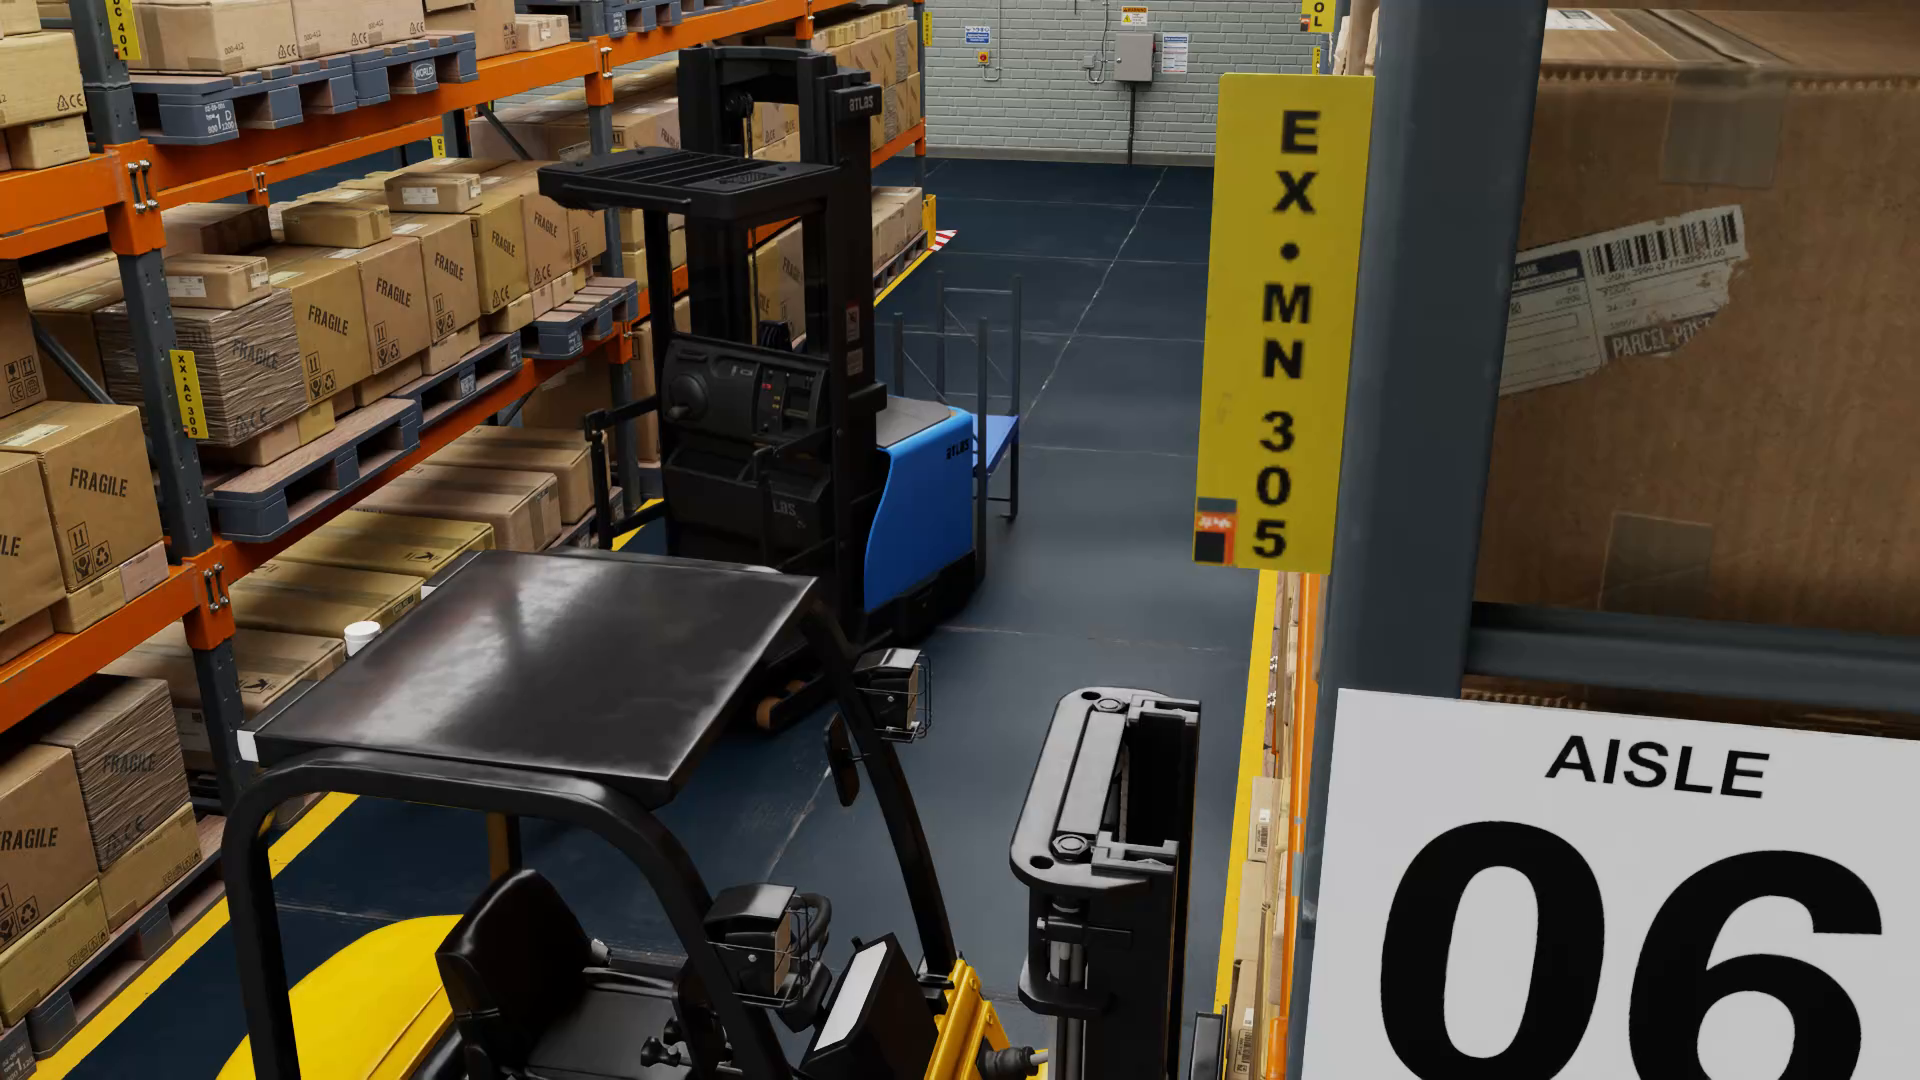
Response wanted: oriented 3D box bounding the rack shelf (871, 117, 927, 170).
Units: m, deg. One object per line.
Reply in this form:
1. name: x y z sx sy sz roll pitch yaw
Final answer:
1. rack shelf: -1.267 -3.483 15.450 1.077 0.370 4.000 4 22 11

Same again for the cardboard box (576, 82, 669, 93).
1. cardboard box: -2.327 -2.896 11.556 0.500 0.500 0.500 4 22 10

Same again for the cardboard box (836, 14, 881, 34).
1. cardboard box: -0.942 -4.742 15.272 0.380 0.149 0.250 5 22 12

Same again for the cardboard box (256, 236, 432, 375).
1. cardboard box: -2.715 -1.051 7.355 0.500 0.500 0.500 4 22 11

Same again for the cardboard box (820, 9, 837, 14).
1. cardboard box: -1.387 -4.965 15.827 0.380 0.149 0.250 4 22 9

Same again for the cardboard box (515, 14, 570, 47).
1. cardboard box: -2.350 -2.766 9.028 0.380 0.149 0.250 4 22 11

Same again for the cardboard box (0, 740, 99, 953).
1. cardboard box: -3.267 0.996 5.480 0.500 0.500 0.500 5 22 12

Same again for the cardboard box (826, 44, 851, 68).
1. cardboard box: -1.231 -3.936 14.138 0.500 0.500 0.500 4 22 10

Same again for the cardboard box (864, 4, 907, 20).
1. cardboard box: -0.736 -5.213 16.441 0.380 0.149 0.250 5 22 12

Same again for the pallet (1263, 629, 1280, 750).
1. pallet: 1.912 0.791 7.607 1.003 0.211 1.213 4 22 11

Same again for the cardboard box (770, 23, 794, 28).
1. cardboard box: -1.653 -4.400 14.424 0.380 0.149 0.250 4 22 11

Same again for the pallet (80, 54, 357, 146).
1. pallet: -3.077 -1.682 6.250 1.213 0.211 1.003 4 22 11

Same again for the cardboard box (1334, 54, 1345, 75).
1. cardboard box: 0.953 -0.833 3.376 0.396 0.266 0.258 4 22 10

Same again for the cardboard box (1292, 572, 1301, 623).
1. cardboard box: 1.036 0.109 4.168 0.380 0.149 0.250 5 22 12

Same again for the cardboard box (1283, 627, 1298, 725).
1. cardboard box: 0.975 0.339 3.994 0.380 0.149 0.250 4 22 10

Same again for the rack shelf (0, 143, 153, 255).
1. rack shelf: -3.715 -0.486 3.993 1.077 0.370 4.000 4 22 11

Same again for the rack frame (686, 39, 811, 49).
1. rack frame: -1.675 -3.085 13.499 1.000 3.000 0.127 4 22 11

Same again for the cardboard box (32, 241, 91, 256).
1. cardboard box: -7.165 -2.178 13.026 0.500 0.250 0.500 5 23 13

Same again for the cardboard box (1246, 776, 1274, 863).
1. cardboard box: 1.147 0.987 5.167 0.500 0.250 0.500 4 22 10

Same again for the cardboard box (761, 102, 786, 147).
1. cardboard box: -1.618 -3.223 12.369 0.500 0.500 0.500 5 22 12

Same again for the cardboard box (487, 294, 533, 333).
1. cardboard box: -2.421 -1.171 8.519 0.380 0.149 0.250 5 22 12

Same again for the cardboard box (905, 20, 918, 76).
1. cardboard box: -0.724 -4.864 16.443 0.500 0.500 0.500 5 23 13

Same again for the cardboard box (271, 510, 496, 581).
1. cardboard box: -2.919 0.155 8.409 0.950 0.372 0.625 5 23 13

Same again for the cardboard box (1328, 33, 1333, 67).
1. cardboard box: 1.462 -1.657 5.361 0.500 0.311 0.500 4 22 9

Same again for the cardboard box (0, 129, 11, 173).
1. cardboard box: -3.211 -1.210 5.164 0.380 0.149 0.250 5 22 12

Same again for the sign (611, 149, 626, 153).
1. sign: -1.958 -2.085 9.571 0.100 0.325 0.005 4 22 11

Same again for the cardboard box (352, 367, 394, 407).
1. cardboard box: -2.749 -0.707 7.368 0.380 0.149 0.250 5 22 12

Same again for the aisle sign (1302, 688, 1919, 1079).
1. aisle sign: 0.436 0.476 1.177 0.394 0.787 0.004 4 22 11

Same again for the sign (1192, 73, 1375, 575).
1. sign: 0.208 -0.132 1.071 0.100 0.325 0.005 4 22 11

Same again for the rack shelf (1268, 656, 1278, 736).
1. rack shelf: 1.961 -0.180 7.249 1.077 0.370 4.000 4 22 11

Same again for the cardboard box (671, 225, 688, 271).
1. cardboard box: -2.057 -1.902 10.761 0.500 0.250 0.500 4 22 9

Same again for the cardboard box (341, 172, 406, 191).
1. cardboard box: -2.909 -1.664 8.875 0.500 0.500 0.500 6 23 14

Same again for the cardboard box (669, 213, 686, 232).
1. cardboard box: -2.039 -2.140 10.684 0.500 0.250 0.500 5 22 12

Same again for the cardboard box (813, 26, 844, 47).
1. cardboard box: -1.198 -4.270 14.100 0.380 0.149 0.250 4 22 11

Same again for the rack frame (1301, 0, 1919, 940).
1. rack frame: 0.737 -1.103 0.546 1.000 3.000 0.127 4 22 11

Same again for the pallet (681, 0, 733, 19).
1. pallet: -2.186 -3.575 10.953 1.003 0.211 1.213 6 23 13

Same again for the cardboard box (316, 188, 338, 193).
1. cardboard box: -6.315 -3.481 16.940 0.380 0.149 0.250 5 23 13

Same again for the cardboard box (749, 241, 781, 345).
1. cardboard box: -1.900 -1.731 12.418 0.875 0.875 0.875 5 22 12

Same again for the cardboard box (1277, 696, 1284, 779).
1. cardboard box: 1.117 0.505 4.450 0.500 0.500 0.500 5 22 12

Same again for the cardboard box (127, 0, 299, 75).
1. cardboard box: -2.795 -1.859 6.079 0.500 0.250 0.500 4 22 9

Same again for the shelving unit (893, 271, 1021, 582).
1. shelving unit: 0.001 -0.674 9.520 0.538 1.500 1.048 5 22 11

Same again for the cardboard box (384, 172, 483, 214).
1. cardboard box: -2.549 -1.683 8.054 0.380 0.149 0.250 3 22 8

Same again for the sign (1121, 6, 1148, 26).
1. sign: 2.284 -6.862 21.771 0.339 0.242 0.001 4 22 11

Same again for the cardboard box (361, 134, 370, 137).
1. cardboard box: -5.933 -3.975 16.044 0.380 0.149 0.250 5 23 13

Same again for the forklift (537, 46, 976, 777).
1. forklift: -1.131 -0.674 7.604 1.130 2.935 3.031 13 26 30

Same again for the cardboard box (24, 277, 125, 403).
1. cardboard box: -3.438 -0.725 6.545 0.500 0.500 0.500 4 22 10

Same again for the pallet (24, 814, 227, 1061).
1. pallet: -3.410 1.382 6.139 1.003 0.211 1.213 4 22 11

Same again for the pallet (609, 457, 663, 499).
1. pallet: -2.256 -0.612 11.090 1.003 0.211 1.213 4 22 11

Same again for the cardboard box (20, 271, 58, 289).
1. cardboard box: -6.876 -1.765 12.002 0.500 0.250 0.500 4 22 10

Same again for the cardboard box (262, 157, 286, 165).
1. cardboard box: -6.163 -3.388 14.587 0.380 0.149 0.250 5 23 13

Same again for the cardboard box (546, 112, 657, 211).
1. cardboard box: -2.151 -2.294 10.063 0.500 0.500 0.500 4 22 9

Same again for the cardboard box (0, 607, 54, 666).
1. cardboard box: -3.248 0.279 5.482 0.380 0.149 0.250 5 22 11
